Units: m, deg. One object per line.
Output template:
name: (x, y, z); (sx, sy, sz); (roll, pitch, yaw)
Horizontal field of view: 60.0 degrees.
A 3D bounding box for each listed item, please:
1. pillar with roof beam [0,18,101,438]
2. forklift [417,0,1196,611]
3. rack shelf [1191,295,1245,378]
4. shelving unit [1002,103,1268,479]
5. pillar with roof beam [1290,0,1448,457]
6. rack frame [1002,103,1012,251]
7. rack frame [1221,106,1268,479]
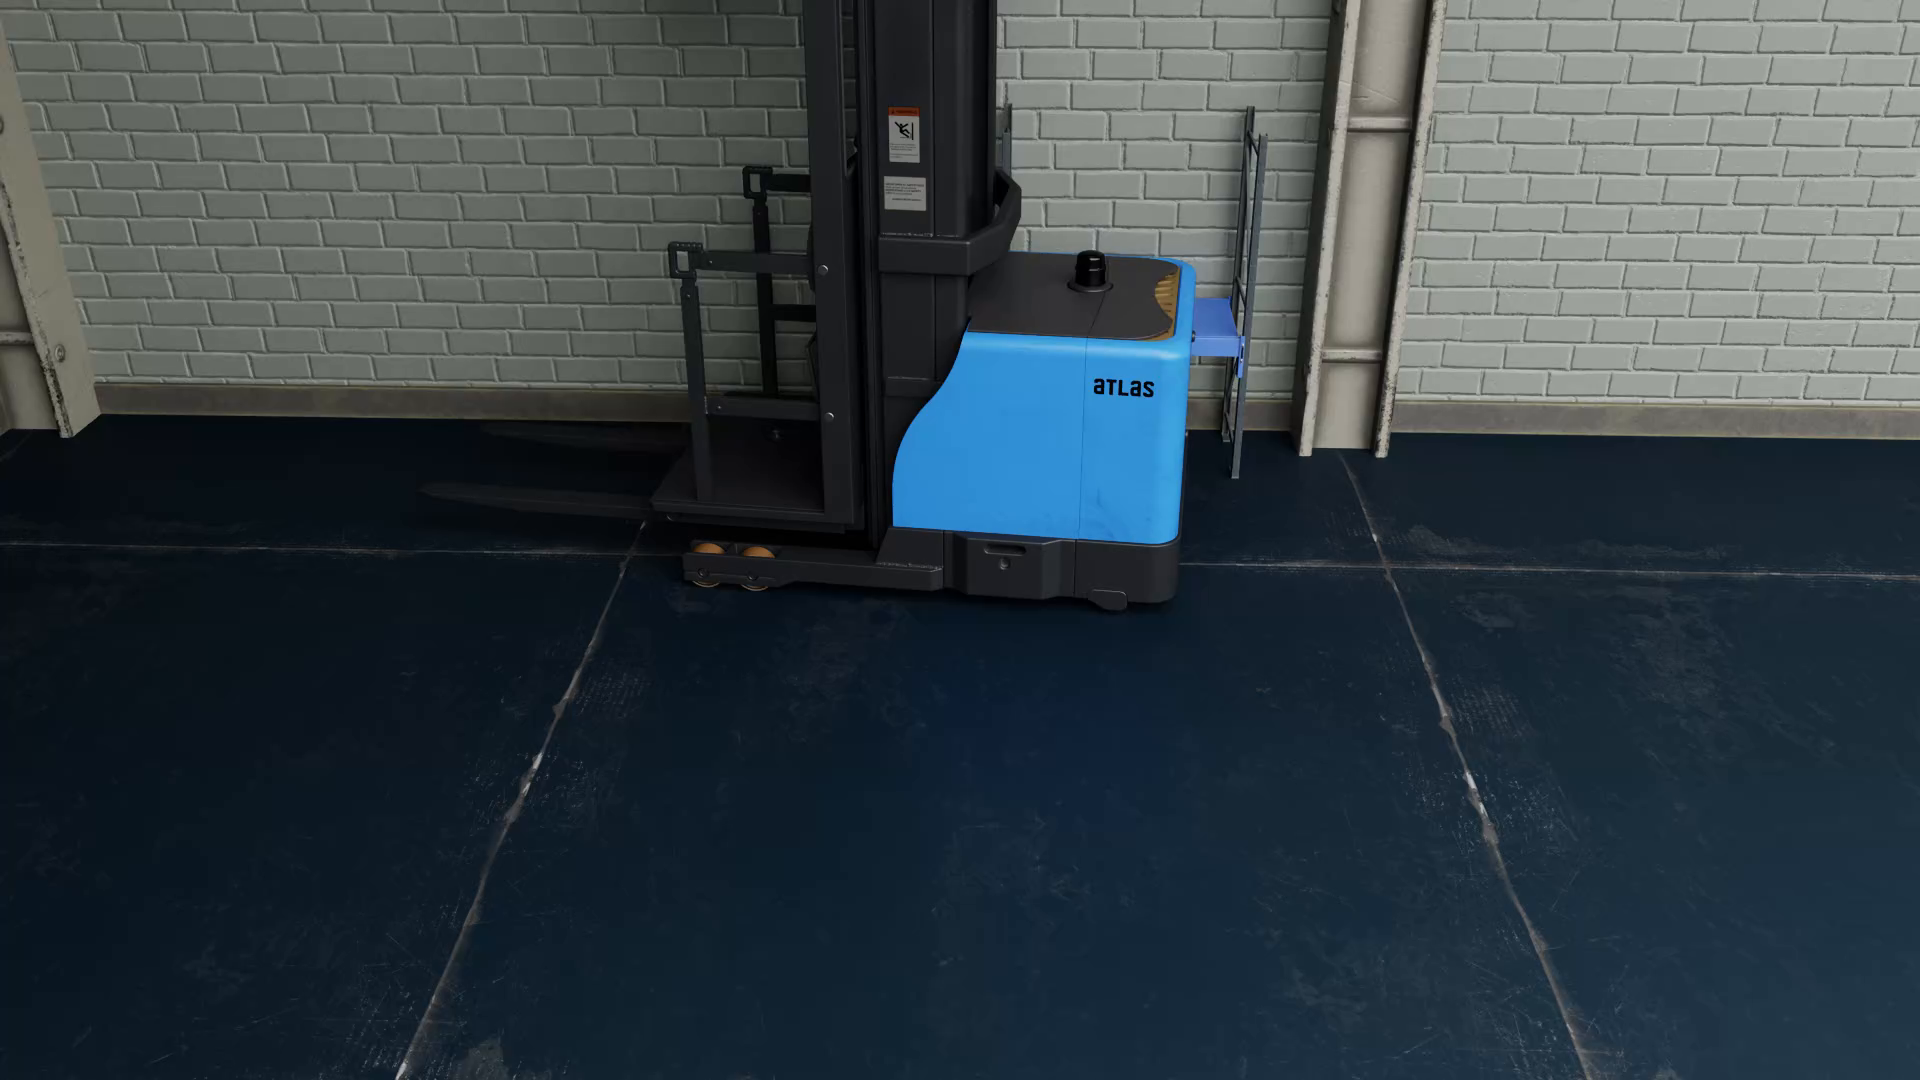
pillar with roof beam: (-4.426, -2.507, 1.871); (0.400, 9.000, 9.100); (1, 28, 2)
forklift: (-0.622, -1.339, 6.146); (3.031, 2.935, 1.130); (4, 28, 8)
rack shelf: (0.702, -0.897, 7.224); (1.000, 0.185, 0.538); (1, 28, 2)
shelving unit: (0.702, -1.056, 7.140); (1.048, 1.500, 0.538); (1, 28, 2)
pillar with roof beam: (1.571, -2.408, 1.684); (0.400, 9.000, 9.100); (1, 28, 2)
rack frame: (0.195, -1.066, 7.160); (0.032, 1.500, 0.500); (1, 28, 2)
rack frame: (1.210, -1.045, 7.119); (0.032, 1.500, 0.500); (1, 28, 2)
